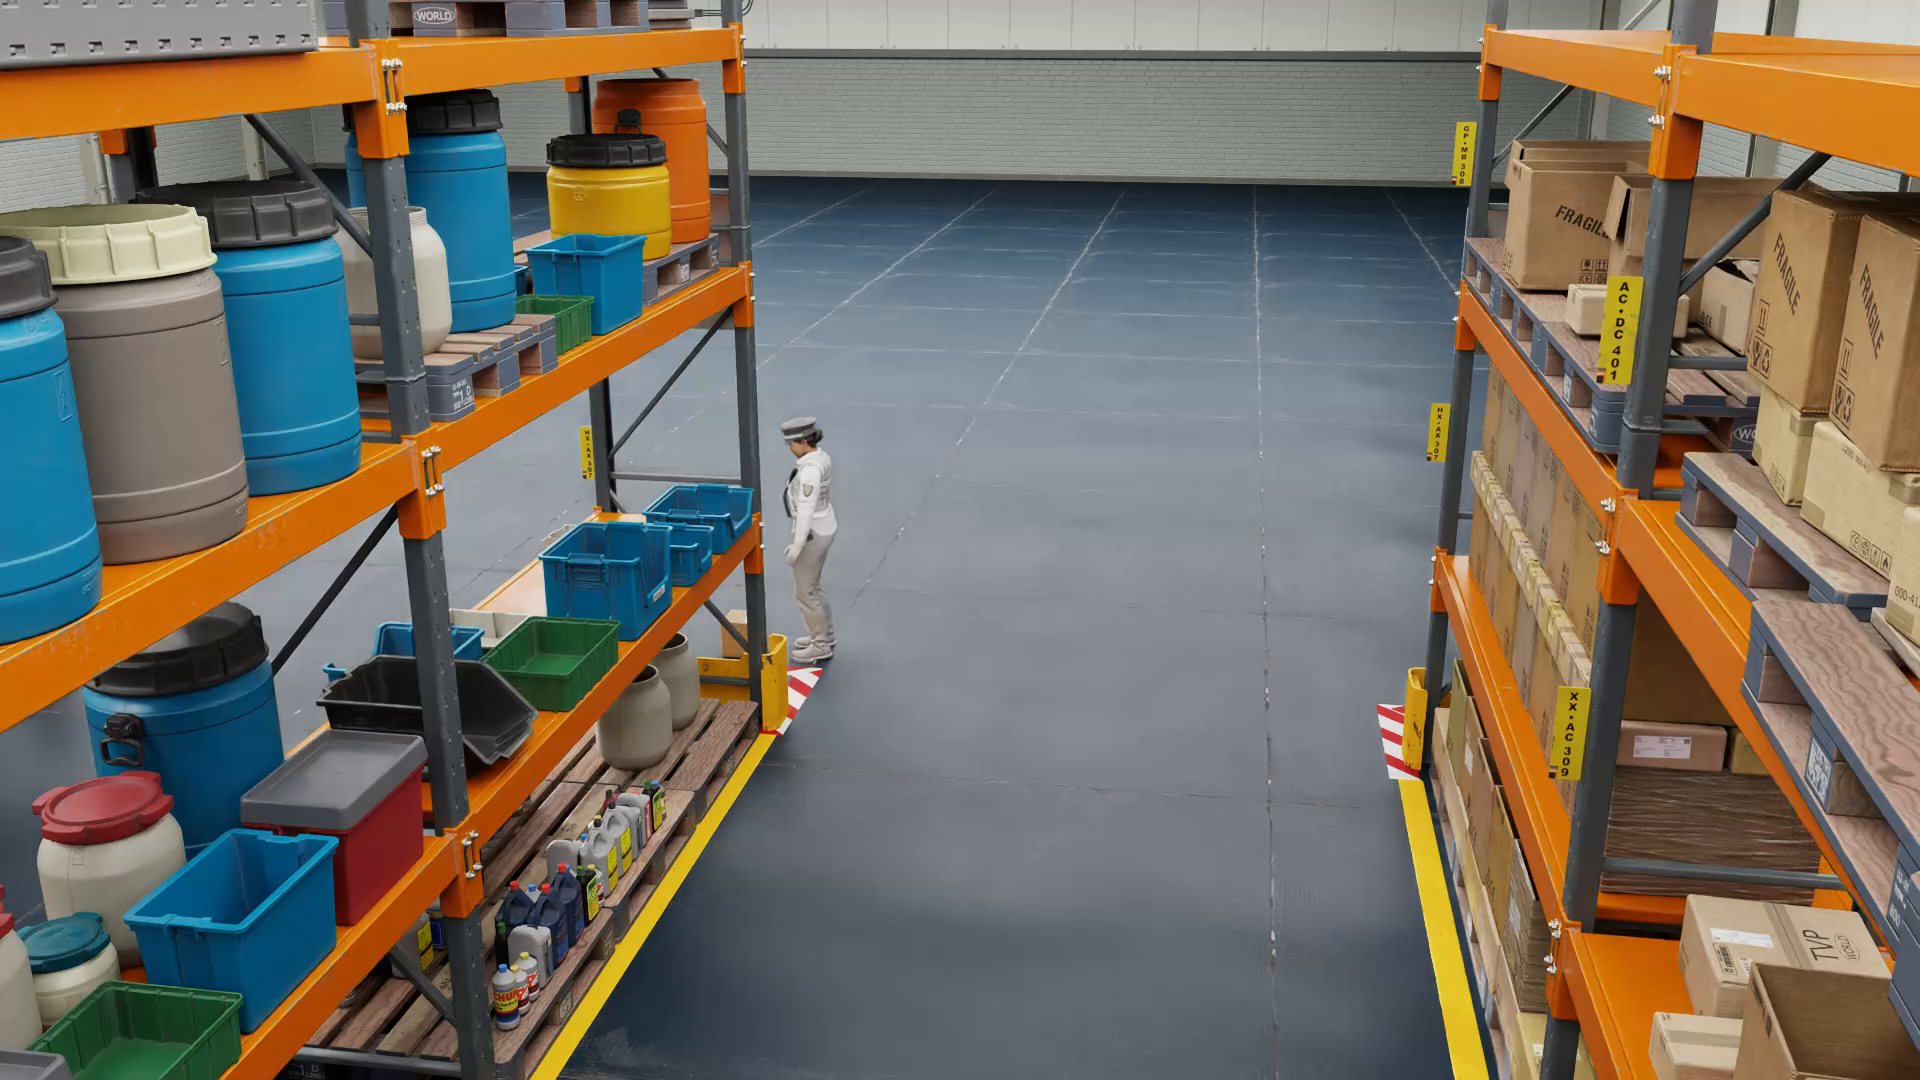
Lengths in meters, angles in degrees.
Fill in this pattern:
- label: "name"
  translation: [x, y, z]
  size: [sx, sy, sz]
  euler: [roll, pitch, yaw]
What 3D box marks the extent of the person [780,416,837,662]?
- label: "person"
  translation: [-1.003, -0.006, 11.102]
  size: [0.352, 1.657, 0.479]
  euler: [1, 18, 3]
